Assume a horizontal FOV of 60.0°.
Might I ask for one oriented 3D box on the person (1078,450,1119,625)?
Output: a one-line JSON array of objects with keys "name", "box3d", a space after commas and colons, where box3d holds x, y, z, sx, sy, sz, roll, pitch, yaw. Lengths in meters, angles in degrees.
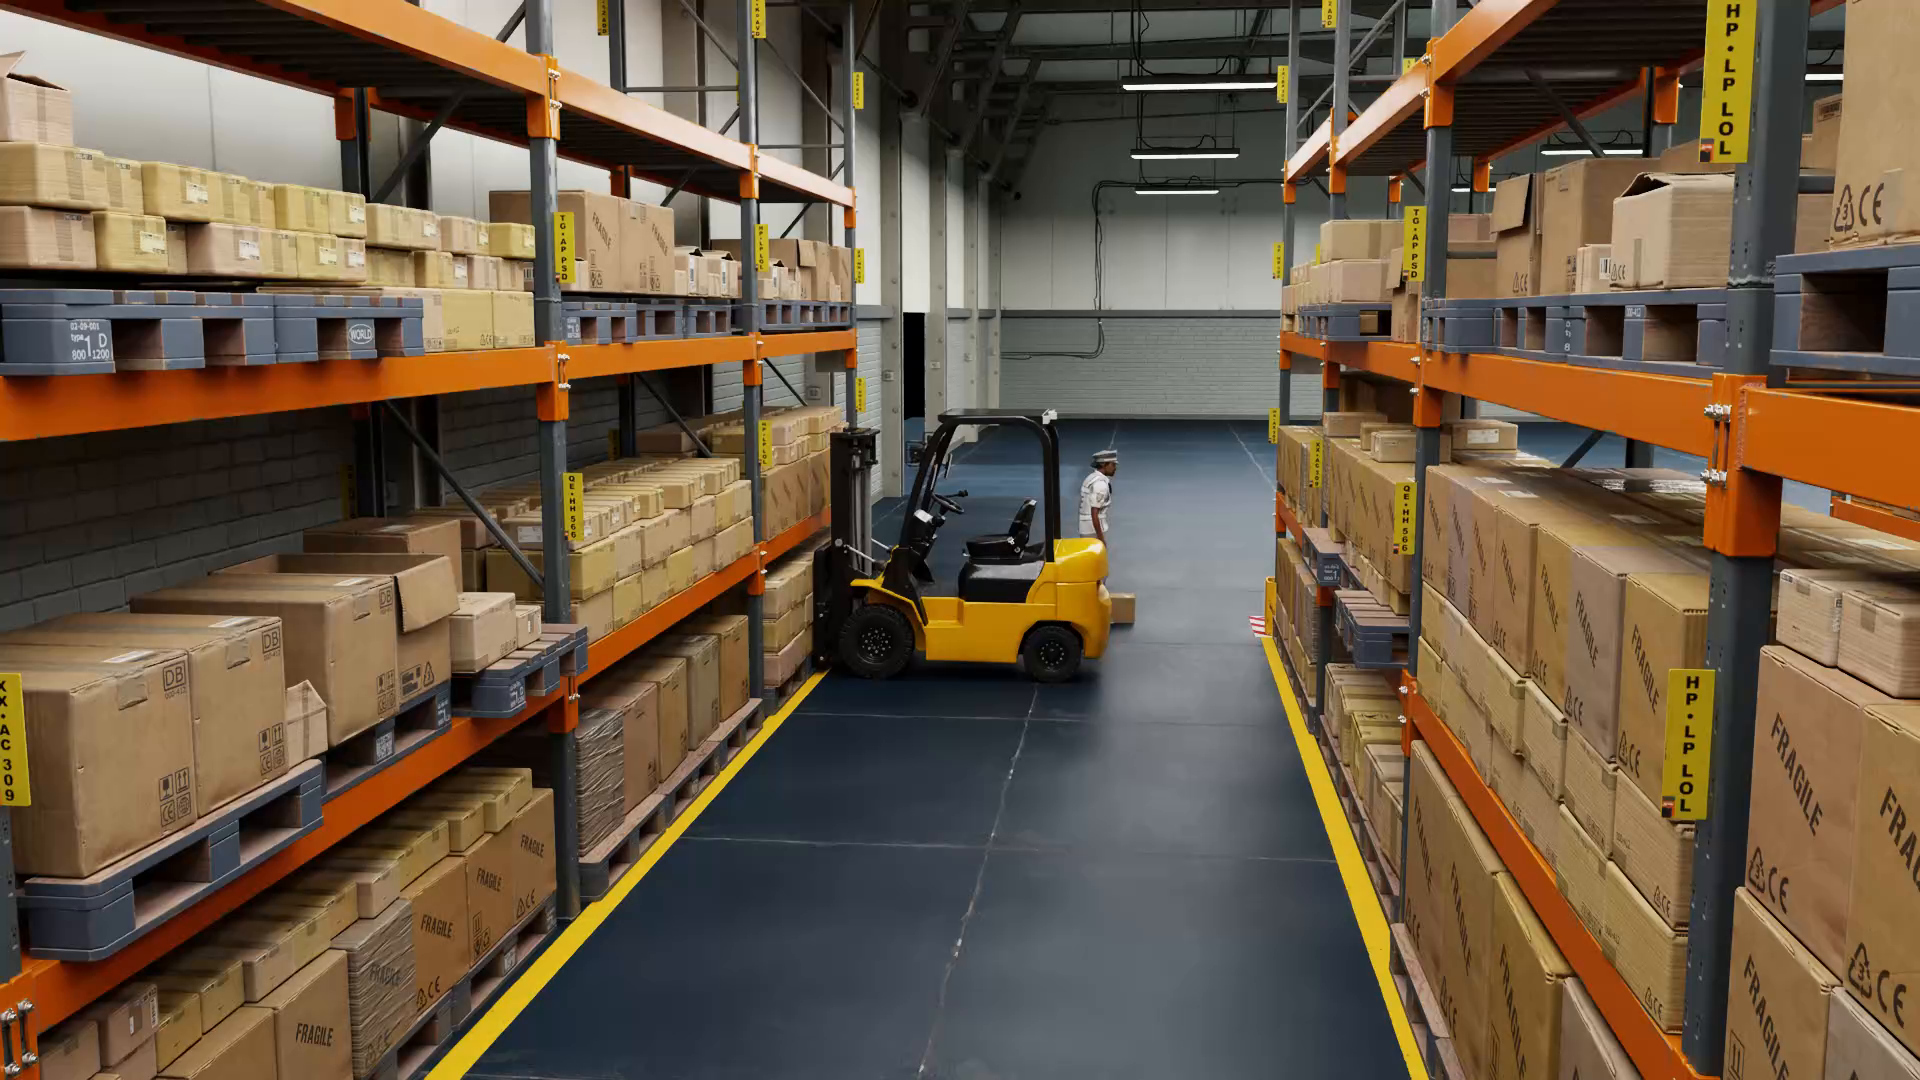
[{"name": "person", "box3d": [1.335, -0.039, 16.076, 0.396, 1.662, 0.532, 0, 8, 3]}]
